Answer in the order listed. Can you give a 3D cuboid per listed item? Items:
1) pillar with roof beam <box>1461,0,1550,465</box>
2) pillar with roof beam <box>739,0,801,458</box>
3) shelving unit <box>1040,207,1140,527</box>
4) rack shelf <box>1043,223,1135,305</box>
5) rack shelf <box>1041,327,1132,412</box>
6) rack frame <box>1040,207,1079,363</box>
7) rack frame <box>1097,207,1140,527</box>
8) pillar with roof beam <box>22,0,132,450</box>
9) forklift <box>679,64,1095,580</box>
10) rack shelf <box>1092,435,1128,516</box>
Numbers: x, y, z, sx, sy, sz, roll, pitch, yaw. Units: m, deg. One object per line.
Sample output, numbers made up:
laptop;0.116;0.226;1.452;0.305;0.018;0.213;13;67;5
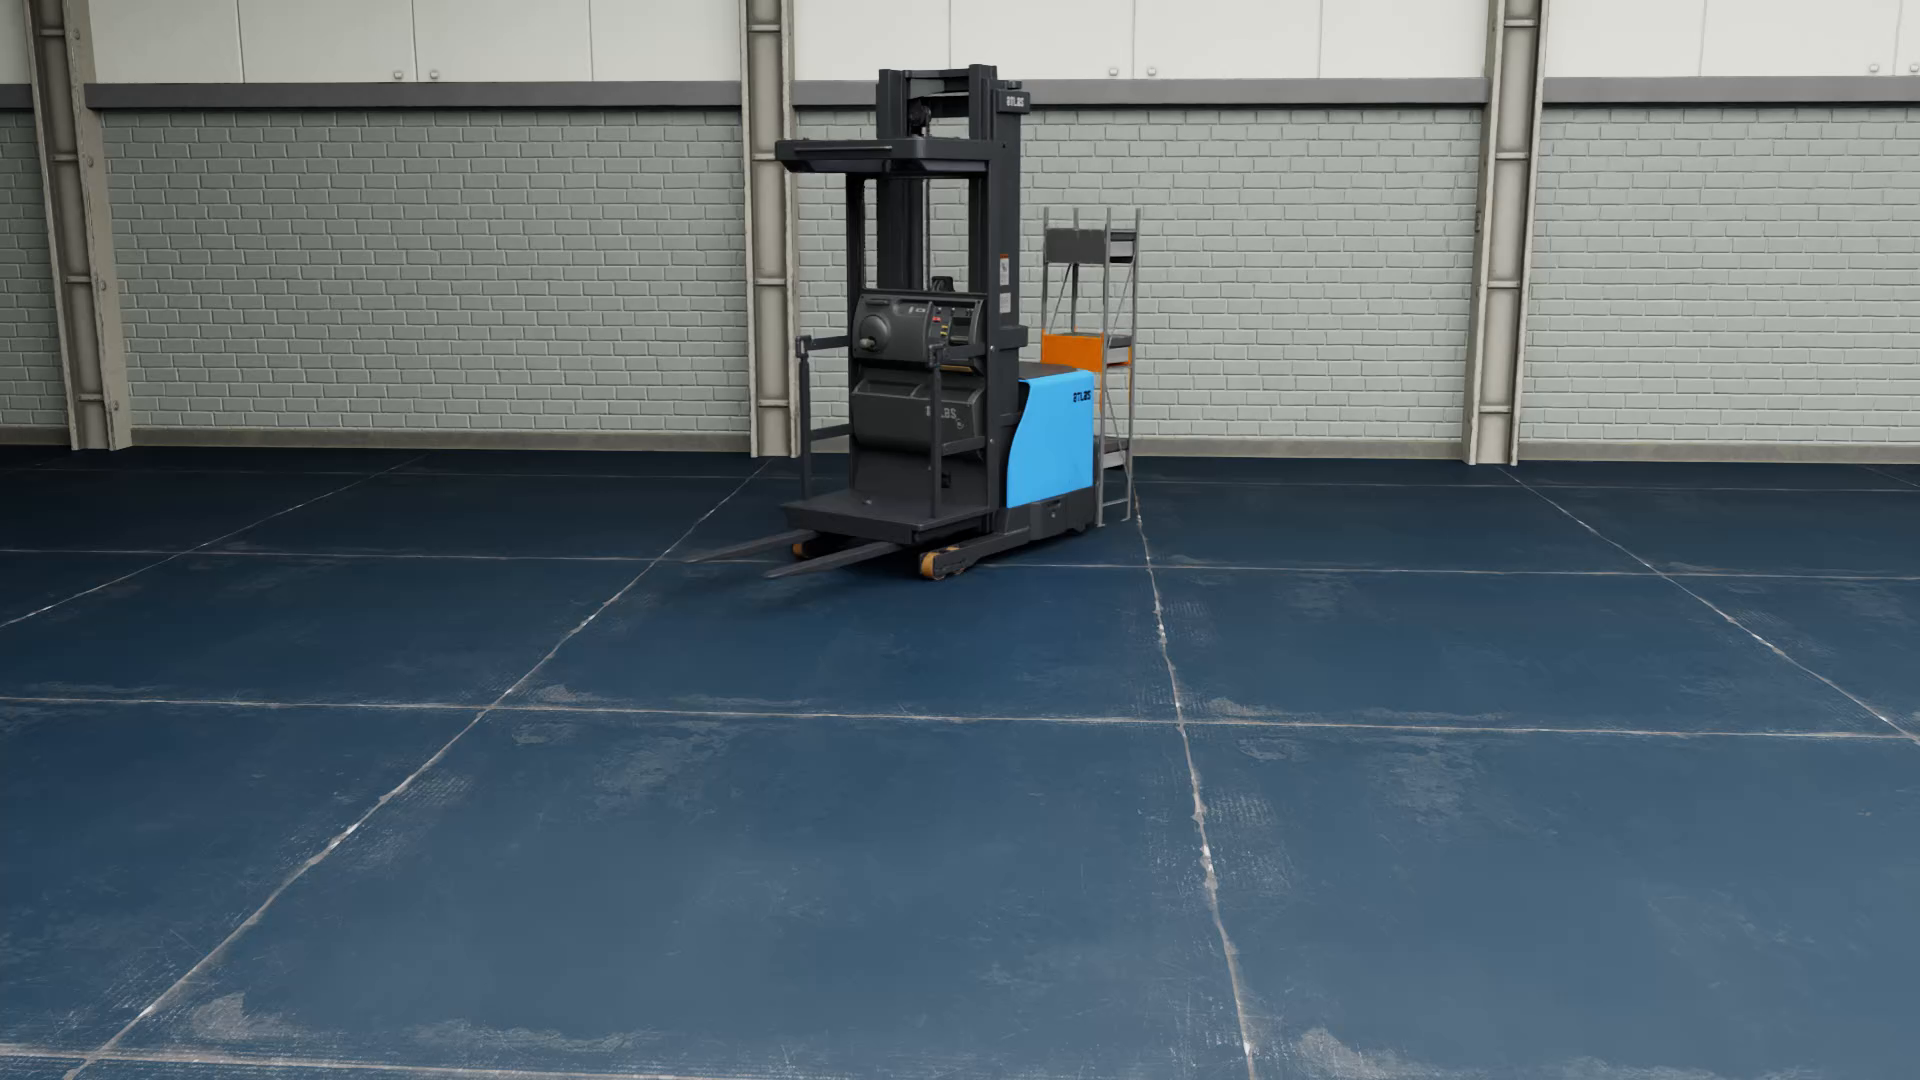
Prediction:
pillar with roof beam;4.125;-4.177;8.758;0.400;9.000;9.100;1;12;4
pillar with roof beam;-1.861;-4.259;9.150;0.400;9.000;9.100;1;12;4
shelving unit;0.863;-1.175;11.231;0.503;2.100;0.431;9;13;36
rack shelf;0.873;-1.849;11.102;0.480;0.518;0.431;9;13;36
rack shelf;0.863;-1.161;11.234;0.480;0.518;0.431;9;13;36
rack frame;0.668;-1.205;11.374;0.015;2.100;0.400;9;13;36
rack frame;1.058;-1.145;11.088;0.015;2.100;0.400;9;13;36
pillar with roof beam;-7.848;-4.341;9.542;0.400;9.000;9.100;1;12;4
forklift;-0.383;-1.311;9.877;1.130;2.935;3.031;8;15;35
rack shelf;0.854;-0.474;11.365;0.480;0.518;0.431;9;13;36
